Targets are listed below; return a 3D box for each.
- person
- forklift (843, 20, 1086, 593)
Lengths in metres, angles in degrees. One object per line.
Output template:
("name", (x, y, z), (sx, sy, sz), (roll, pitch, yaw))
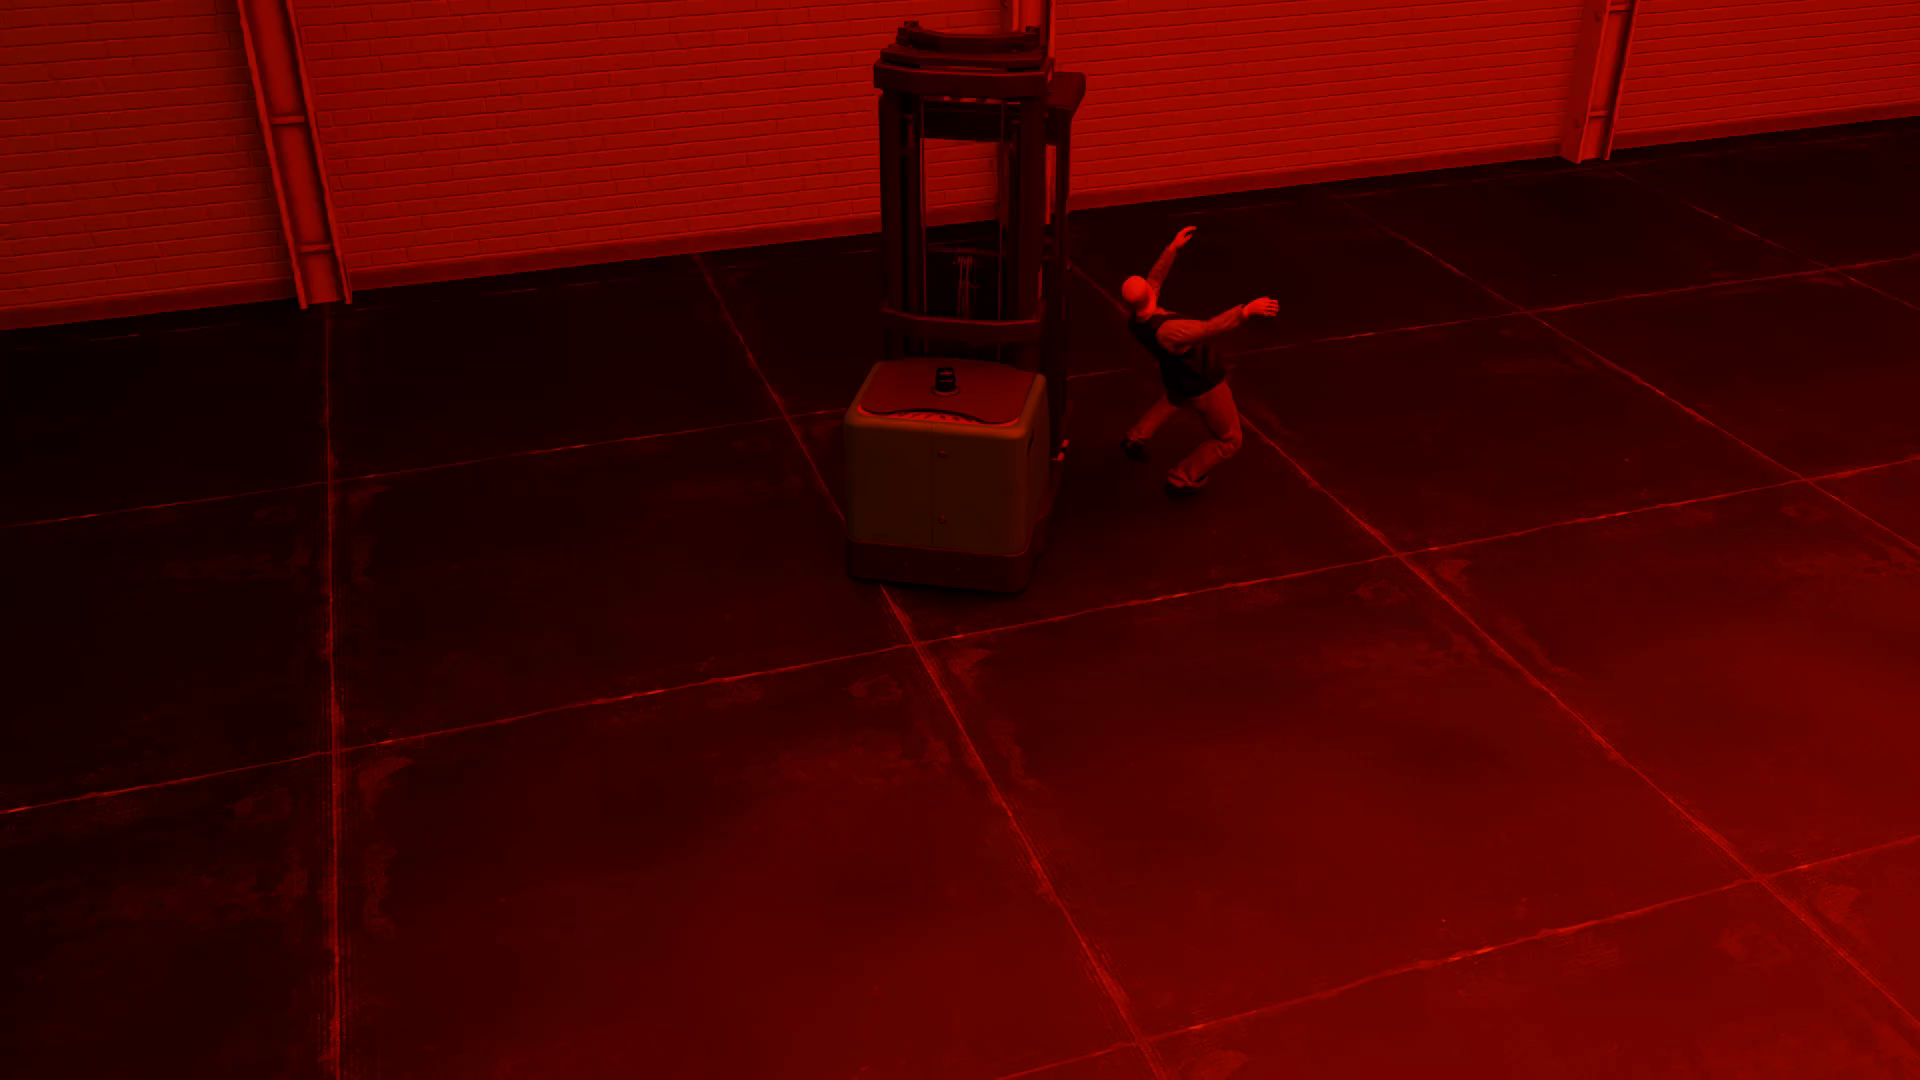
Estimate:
("person", (1.383, -1.009, 10.138), (0.672, 1.590, 1.000), (-16, 34, -26))
("forklift", (0.129, -1.692, 10.028), (1.130, 2.935, 3.031), (5, 30, 9))
